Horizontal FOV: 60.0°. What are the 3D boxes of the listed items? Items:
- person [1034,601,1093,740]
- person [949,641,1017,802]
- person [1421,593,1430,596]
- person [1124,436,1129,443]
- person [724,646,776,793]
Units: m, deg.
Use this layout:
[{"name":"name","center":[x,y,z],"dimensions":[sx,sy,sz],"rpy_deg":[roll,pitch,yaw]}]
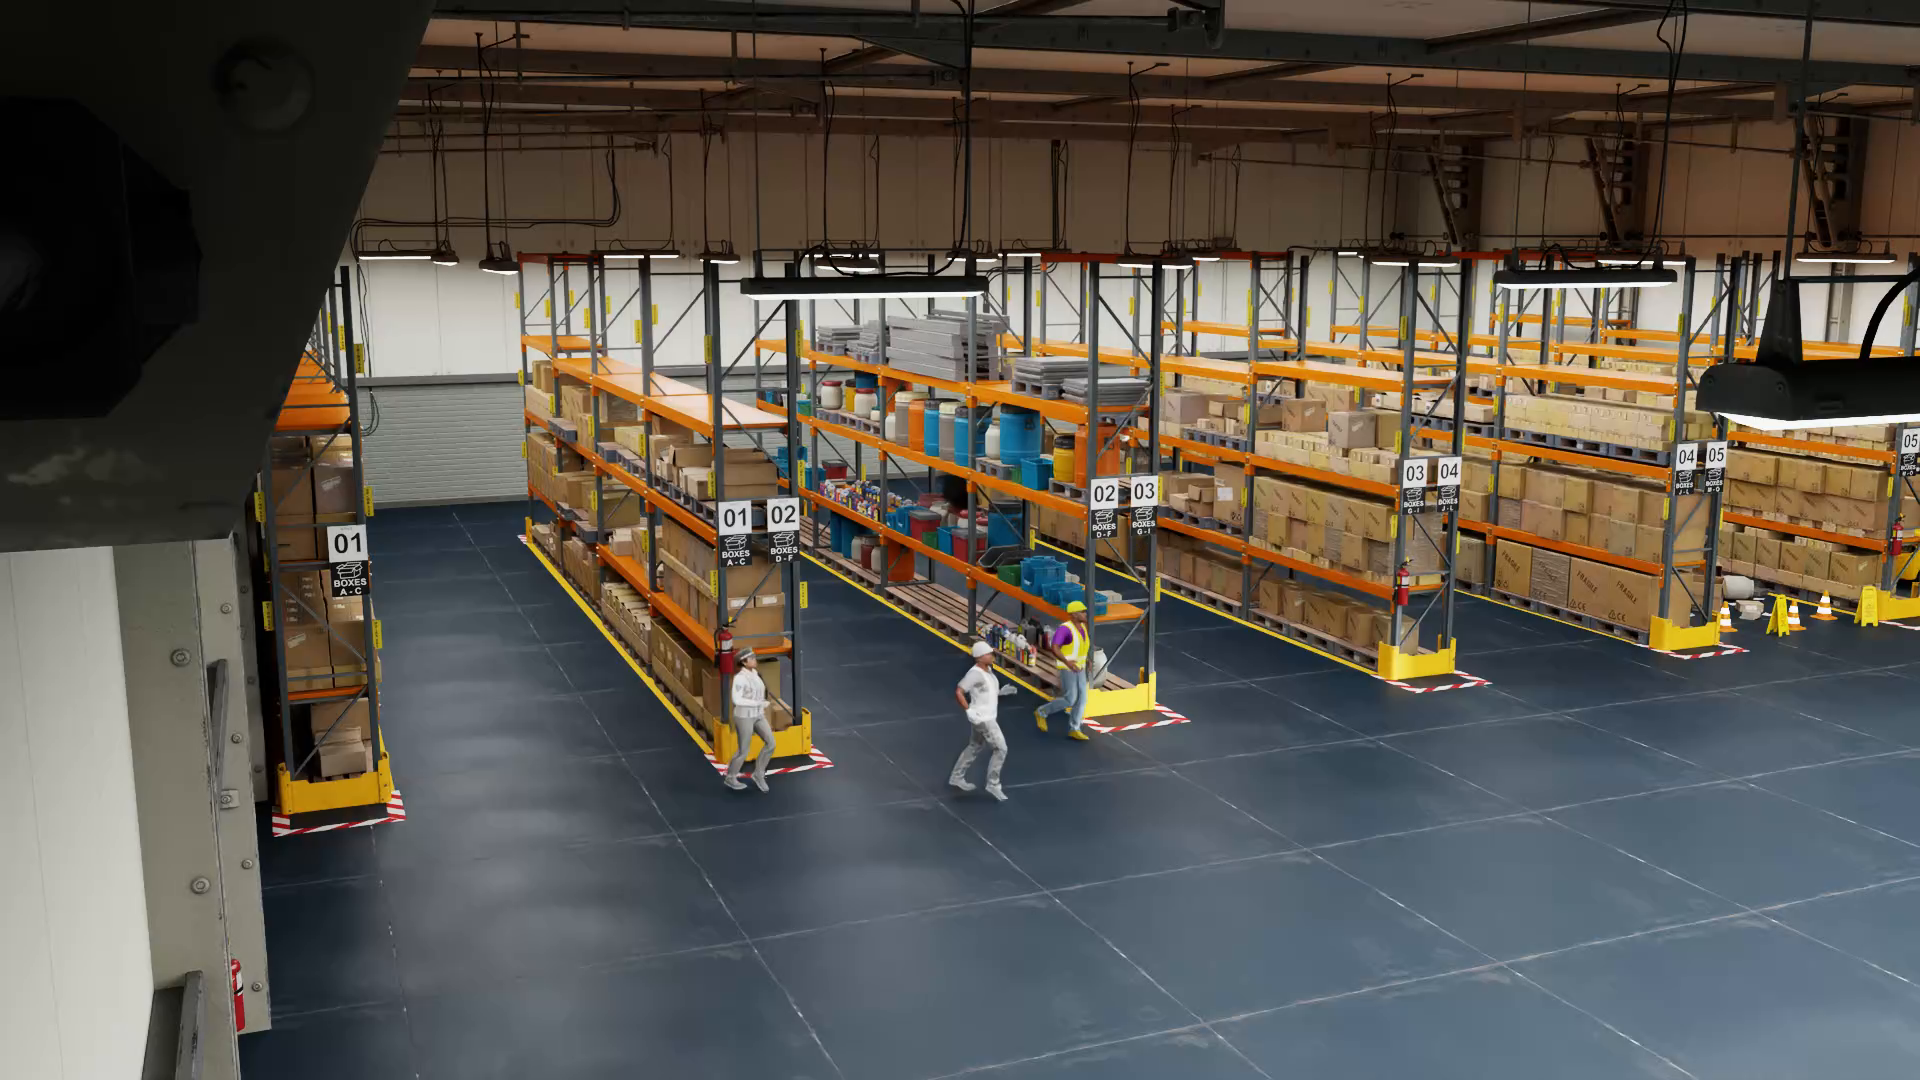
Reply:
[{"name":"person","center":[1.422,1.634,21.327],"dimensions":[0.750,1.731,0.751],"rpy_deg":[6,12,32]},{"name":"person","center":[0.255,2.055,18.863],"dimensions":[0.784,1.846,0.667],"rpy_deg":[1,10,3]},{"name":"person","center":[8.046,0.046,29.672],"dimensions":[0.703,1.762,1.059],"rpy_deg":[-5,11,-25]},{"name":"person","center":[3.884,-1.575,38.941],"dimensions":[0.684,1.694,0.539],"rpy_deg":[-2,10,-9]},{"name":"person","center":[-2.403,2.060,19.114],"dimensions":[0.602,1.719,0.621],"rpy_deg":[5,11,24]}]
